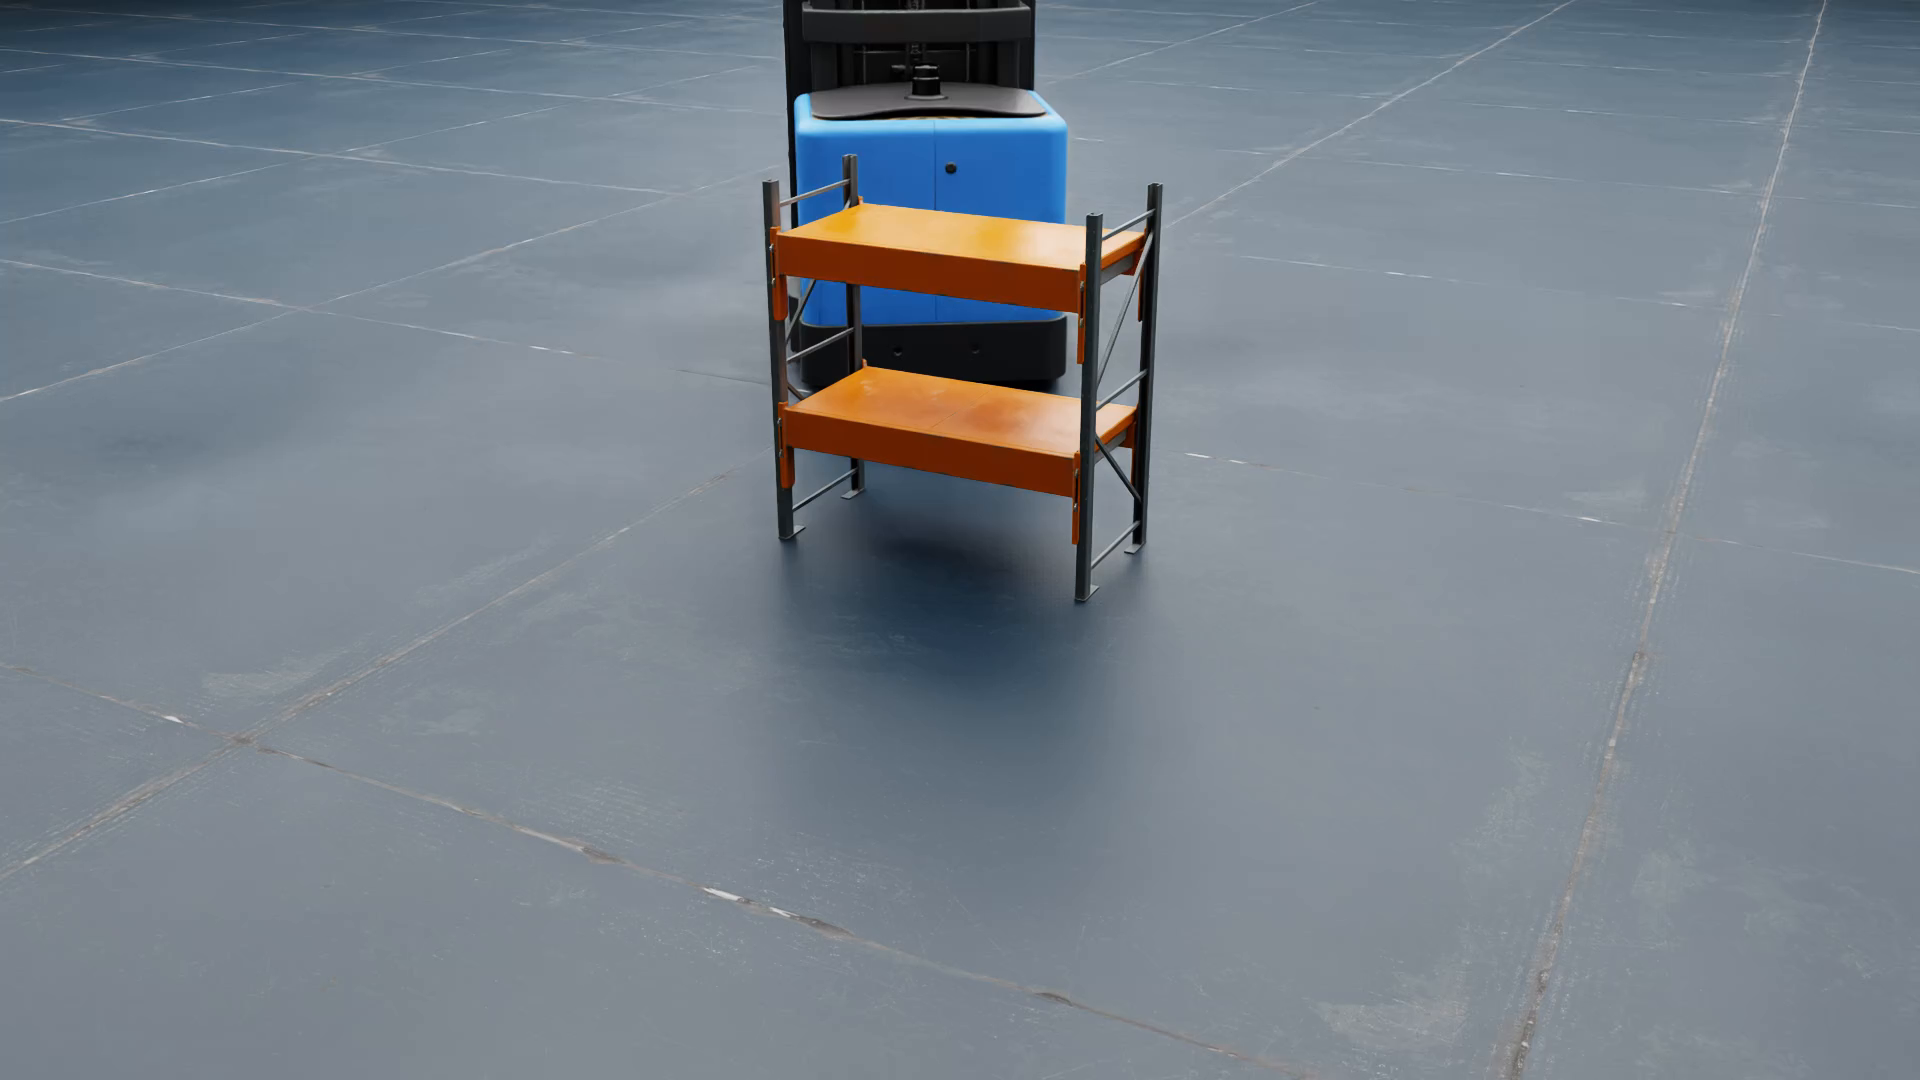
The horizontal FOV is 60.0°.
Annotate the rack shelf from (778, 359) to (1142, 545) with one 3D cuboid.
[{"bbox_3d":[0.006,-0.291,5.123,1.000,0.278,0.538,11,25,25],"label":"rack shelf"}]

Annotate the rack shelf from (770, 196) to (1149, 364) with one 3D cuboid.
[{"bbox_3d":[0.006,-0.786,4.913,1.000,0.278,0.538,11,25,25],"label":"rack shelf"}]

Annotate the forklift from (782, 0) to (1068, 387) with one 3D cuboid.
[{"bbox_3d":[-0.245,-2.485,7.348,1.130,2.935,3.031,-2,23,-5],"label":"forklift"}]

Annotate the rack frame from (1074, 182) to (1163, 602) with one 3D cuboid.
[{"bbox_3d":[0.460,-0.427,4.816,0.032,1.125,0.500,11,25,25],"label":"rack frame"}]

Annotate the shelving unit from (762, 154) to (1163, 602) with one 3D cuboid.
[{"bbox_3d":[0.006,-0.516,5.027,1.048,1.125,0.538,11,25,25],"label":"shelving unit"}]

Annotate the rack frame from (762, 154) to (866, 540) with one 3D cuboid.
[{"bbox_3d":[-0.448,-0.606,5.238,0.032,1.125,0.500,11,25,25],"label":"rack frame"}]
